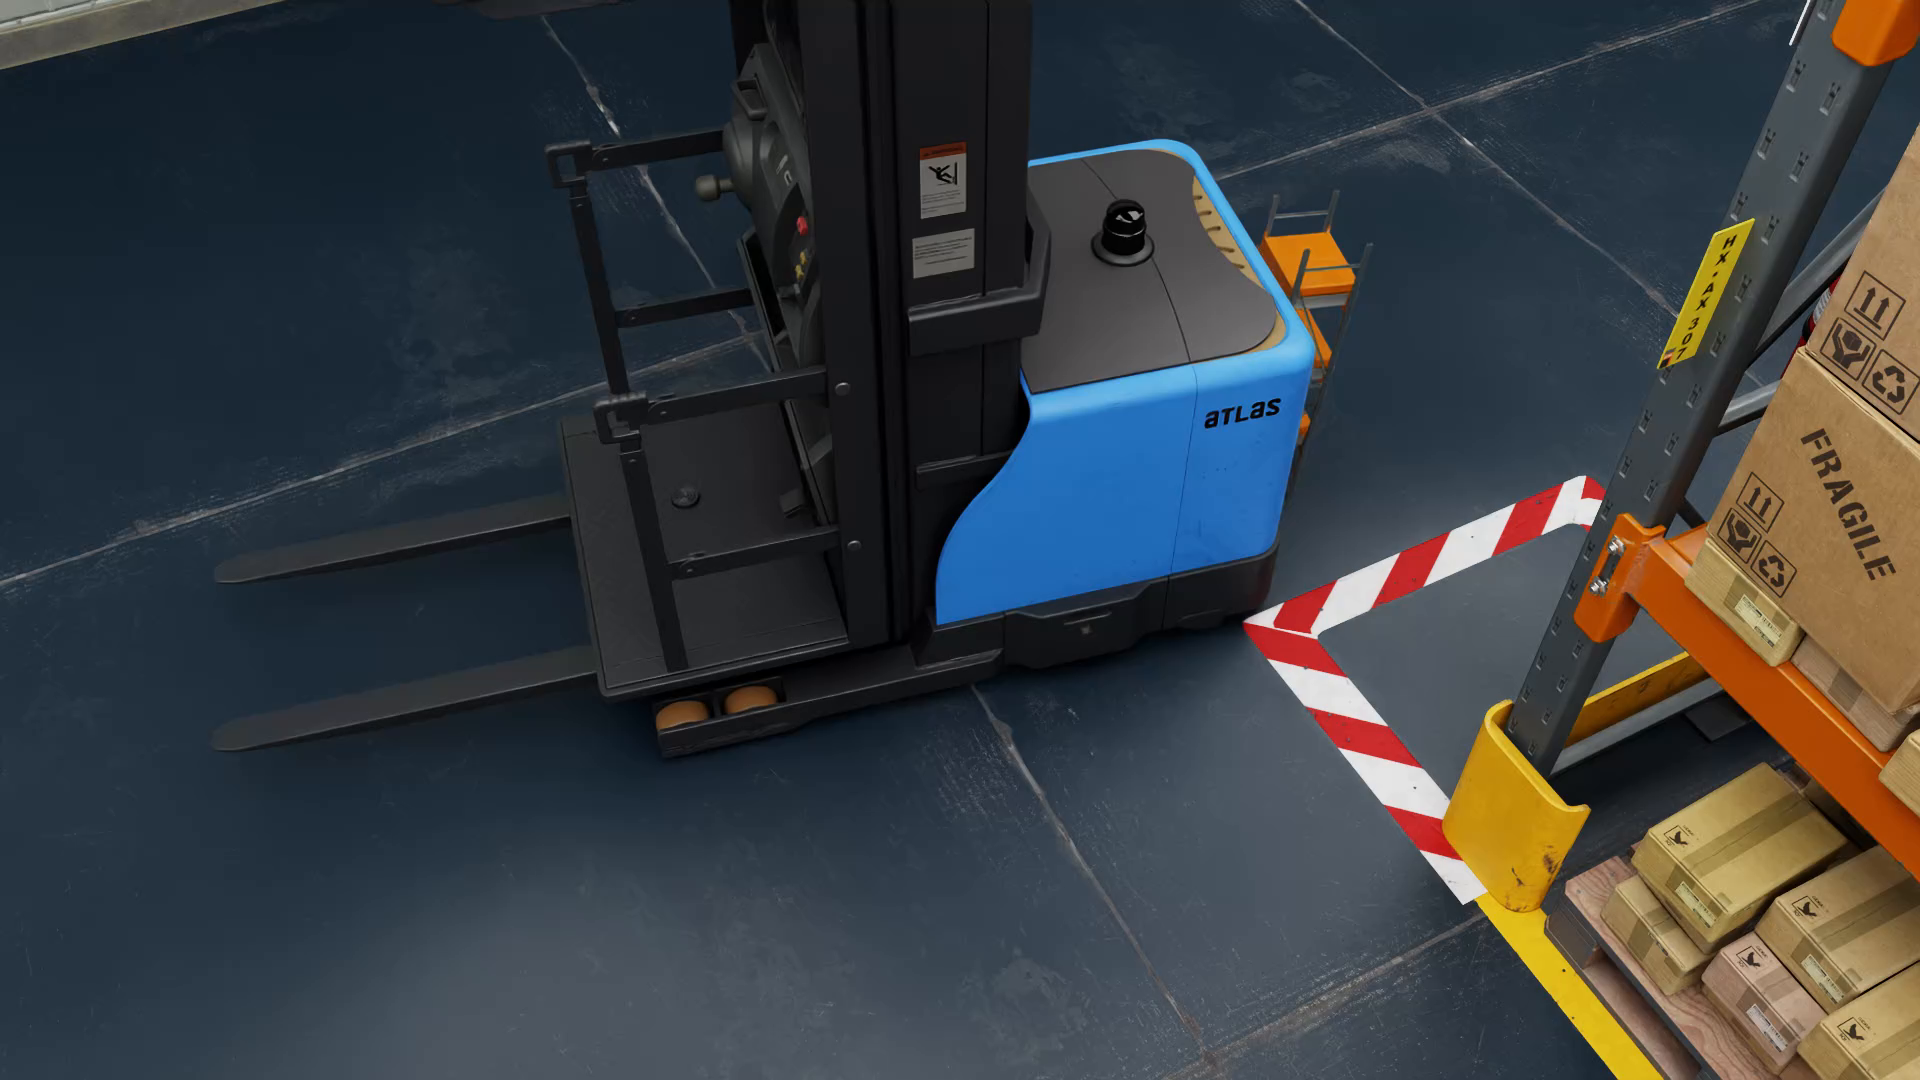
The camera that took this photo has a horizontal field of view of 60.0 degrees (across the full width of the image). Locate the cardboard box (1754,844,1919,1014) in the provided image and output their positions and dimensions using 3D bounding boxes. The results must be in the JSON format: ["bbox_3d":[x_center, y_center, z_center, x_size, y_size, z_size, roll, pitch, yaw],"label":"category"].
[{"bbox_3d":[2.032,0.863,3.723,0.380,0.149,0.250,-20,52,-17],"label":"cardboard box"}]

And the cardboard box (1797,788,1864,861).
[{"bbox_3d":[2.288,0.728,4.235,0.380,0.149,0.250,-20,52,-17],"label":"cardboard box"}]

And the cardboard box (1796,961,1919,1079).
[{"bbox_3d":[2.033,1.075,3.536,0.380,0.149,0.250,-21,52,-18],"label":"cardboard box"}]

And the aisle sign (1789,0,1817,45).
[{"bbox_3d":[1.561,-1.154,2.540,0.394,0.787,0.004,-21,52,-18],"label":"aisle sign"}]

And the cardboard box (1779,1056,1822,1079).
[{"bbox_3d":[2.129,1.219,3.806,0.380,0.149,0.250,-21,52,-17],"label":"cardboard box"}]

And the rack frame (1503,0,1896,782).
[{"bbox_3d":[1.861,-0.353,3.566,1.000,3.000,0.127,-21,52,-18],"label":"rack frame"}]

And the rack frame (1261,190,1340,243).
[{"bbox_3d":[0.945,-0.630,5.094,0.200,1.050,0.008,-7,49,-11],"label":"rack frame"}]

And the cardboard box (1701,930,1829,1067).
[{"bbox_3d":[1.948,0.992,3.807,0.380,0.149,0.250,-21,52,-18],"label":"cardboard box"}]

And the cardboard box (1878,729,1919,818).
[{"bbox_3d":[1.947,0.414,3.062,0.380,0.149,0.250,-23,53,-19],"label":"cardboard box"}]

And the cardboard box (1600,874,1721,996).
[{"bbox_3d":[1.816,0.909,4.078,0.380,0.149,0.250,-20,52,-17],"label":"cardboard box"}]

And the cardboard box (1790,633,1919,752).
[{"bbox_3d":[1.871,0.216,3.235,0.380,0.149,0.250,-19,52,-16],"label":"cardboard box"}]

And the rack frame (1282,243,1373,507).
[{"bbox_3d":[0.999,-0.451,4.938,0.200,1.050,0.008,-7,49,-11],"label":"rack frame"}]

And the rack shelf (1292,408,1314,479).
[{"bbox_3d":[0.952,-0.348,5.230,0.215,0.259,0.240,-7,49,-11],"label":"rack shelf"}]

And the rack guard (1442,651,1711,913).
[{"bbox_3d":[1.896,0.521,4.462,1.175,0.500,0.348,-21,52,-18],"label":"rack guard"}]

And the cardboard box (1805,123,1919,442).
[{"bbox_3d":[1.831,-0.421,2.697,0.500,0.500,0.500,-21,52,-18],"label":"cardboard box"}]

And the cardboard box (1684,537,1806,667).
[{"bbox_3d":[1.718,0.060,3.372,0.380,0.149,0.250,-22,52,-18],"label":"cardboard box"}]

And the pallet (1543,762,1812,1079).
[{"bbox_3d":[2.236,1.172,4.085,1.003,0.211,1.213,-21,52,-18],"label":"pallet"}]

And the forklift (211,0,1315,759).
[{"bbox_3d":[-0.639,-0.801,4.004,3.031,2.935,1.130,-12,50,-10],"label":"forklift"}]

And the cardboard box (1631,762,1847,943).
[{"bbox_3d":[1.799,0.719,3.848,0.380,0.149,0.250,-23,53,-19],"label":"cardboard box"}]

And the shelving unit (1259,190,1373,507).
[{"bbox_3d":[0.972,-0.541,5.016,0.215,1.050,0.252,-7,49,-11],"label":"shelving unit"}]

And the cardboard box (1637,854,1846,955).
[{"bbox_3d":[1.873,0.789,3.985,0.380,0.149,0.250,-19,52,-16],"label":"cardboard box"}]

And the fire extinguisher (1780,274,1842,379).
[{"bbox_3d":[2.156,-0.532,4.022,0.296,0.674,0.183,-21,52,-18],"label":"fire extinguisher"}]

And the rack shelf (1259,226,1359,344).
[{"bbox_3d":[0.991,-0.723,4.813,0.215,0.259,0.240,-7,49,-11],"label":"rack shelf"}]

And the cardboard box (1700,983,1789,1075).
[{"bbox_3d":[2.009,1.056,3.949,0.380,0.149,0.250,-21,52,-18],"label":"cardboard box"}]

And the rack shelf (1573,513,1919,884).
[{"bbox_3d":[2.776,1.223,2.666,1.077,0.370,4.000,-21,52,-18],"label":"rack shelf"}]

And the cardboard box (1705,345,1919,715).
[{"bbox_3d":[1.821,-0.088,3.070,0.500,0.500,0.500,-19,51,-16],"label":"cardboard box"}]

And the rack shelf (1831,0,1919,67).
[{"bbox_3d":[2.776,0.235,1.537,1.077,0.370,4.000,-21,52,-18],"label":"rack shelf"}]

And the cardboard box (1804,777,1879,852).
[{"bbox_3d":[2.357,0.605,4.146,0.380,0.149,0.250,-22,53,-18],"label":"cardboard box"}]

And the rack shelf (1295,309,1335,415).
[{"bbox_3d":[0.971,-0.534,5.024,0.215,0.259,0.240,-7,49,-11],"label":"rack shelf"}]

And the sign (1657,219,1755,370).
[{"bbox_3d":[1.379,-0.451,3.076,0.100,0.325,0.005,-21,52,-18],"label":"sign"}]
